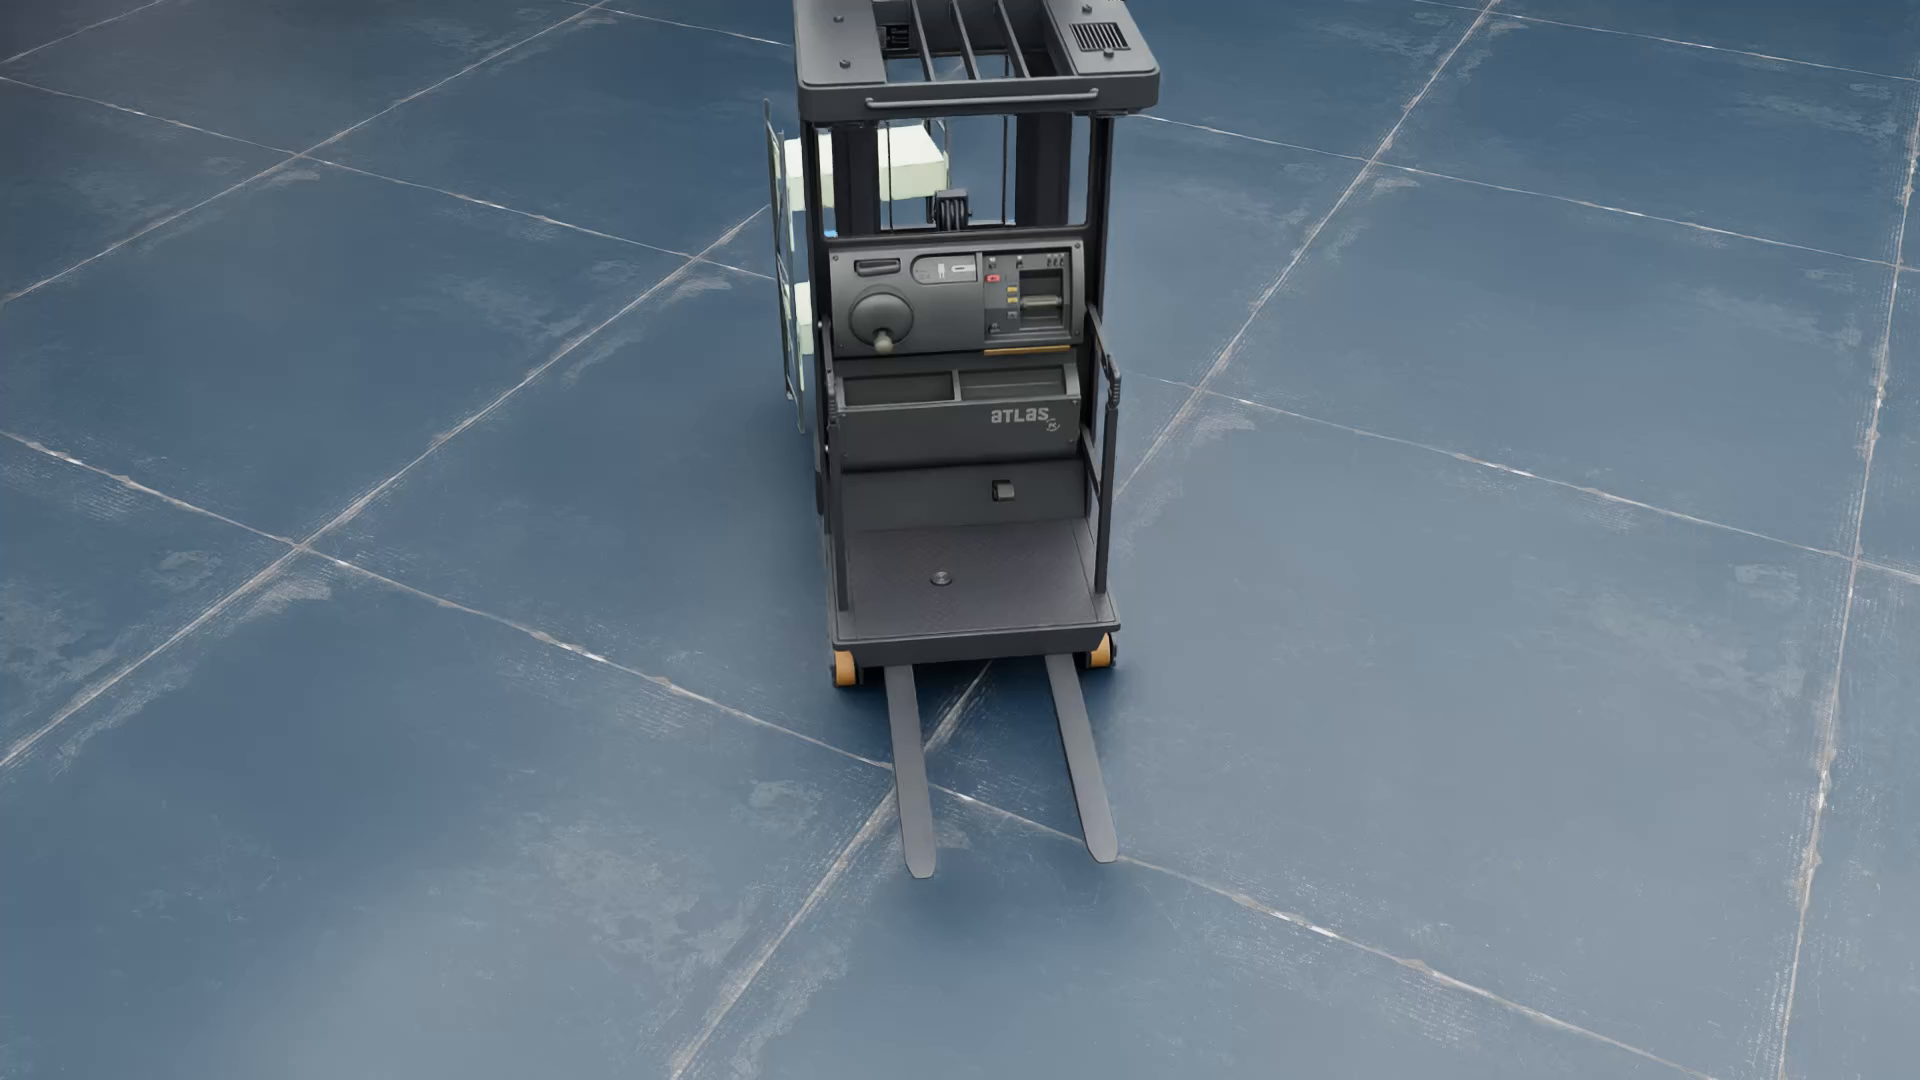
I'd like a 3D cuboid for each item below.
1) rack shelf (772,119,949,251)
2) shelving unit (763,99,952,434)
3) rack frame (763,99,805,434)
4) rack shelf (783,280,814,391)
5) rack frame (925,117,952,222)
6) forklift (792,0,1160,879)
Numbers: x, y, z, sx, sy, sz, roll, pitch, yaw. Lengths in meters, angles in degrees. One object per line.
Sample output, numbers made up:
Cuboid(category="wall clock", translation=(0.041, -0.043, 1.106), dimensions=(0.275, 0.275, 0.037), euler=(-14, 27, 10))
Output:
Cuboid(category="rack shelf", translation=(-0.450, -1.596, 7.460), dimensions=(0.720, 0.370, 0.431), euler=(-9, 37, -12))
Cuboid(category="shelving unit", translation=(-0.449, -1.281, 7.690), dimensions=(0.755, 1.500, 0.431), euler=(-9, 37, -12))
Cuboid(category="rack frame", translation=(-0.802, -1.224, 7.614), dimensions=(0.023, 1.500, 0.400), euler=(-9, 37, -12))
Cuboid(category="rack shelf", translation=(-0.447, -1.018, 7.883), dimensions=(0.720, 0.370, 0.431), euler=(-9, 37, -12))
Cuboid(category="rack frame", translation=(-0.095, -1.339, 7.766), dimensions=(0.023, 1.500, 0.400), euler=(-9, 37, -12))
Cuboid(category="forklift", translation=(0.018, -0.818, 5.903), dimensions=(1.130, 2.935, 3.031), euler=(-4, 37, -5))
